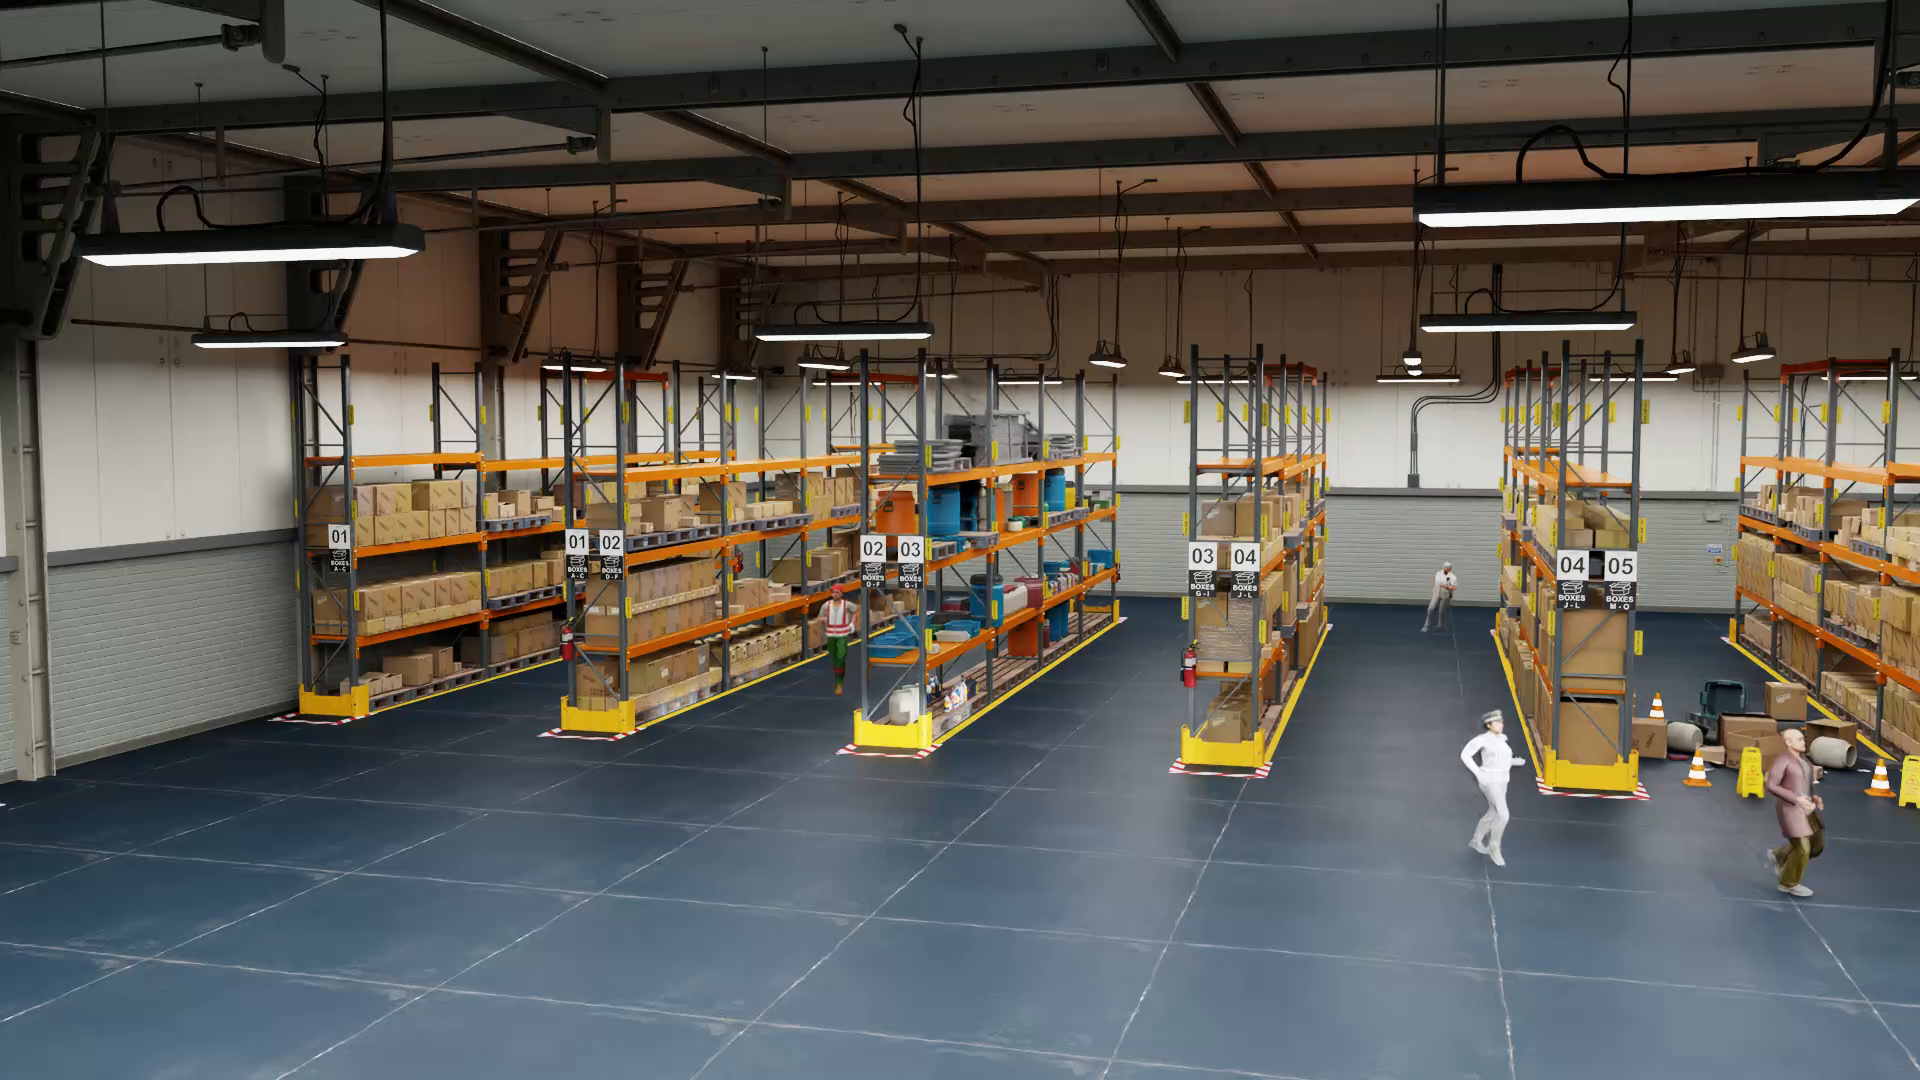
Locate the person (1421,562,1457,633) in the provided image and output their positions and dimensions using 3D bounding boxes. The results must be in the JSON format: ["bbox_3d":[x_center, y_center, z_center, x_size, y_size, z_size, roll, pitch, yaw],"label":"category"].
[{"bbox_3d":[11.113,1.310,38.383,0.742,1.635,0.788,3,5,31],"label":"person"}]

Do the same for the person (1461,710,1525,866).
[{"bbox_3d":[6.012,2.764,18.663,0.562,1.744,0.672,-3,5,-37],"label":"person"}]

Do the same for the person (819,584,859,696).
[{"bbox_3d":[-2.097,1.686,28.378,0.638,1.869,0.740,1,4,10],"label":"person"}]

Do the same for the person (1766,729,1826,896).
[{"bbox_3d":[8.719,2.834,17.367,0.706,1.726,0.663,-3,5,-32],"label":"person"}]
